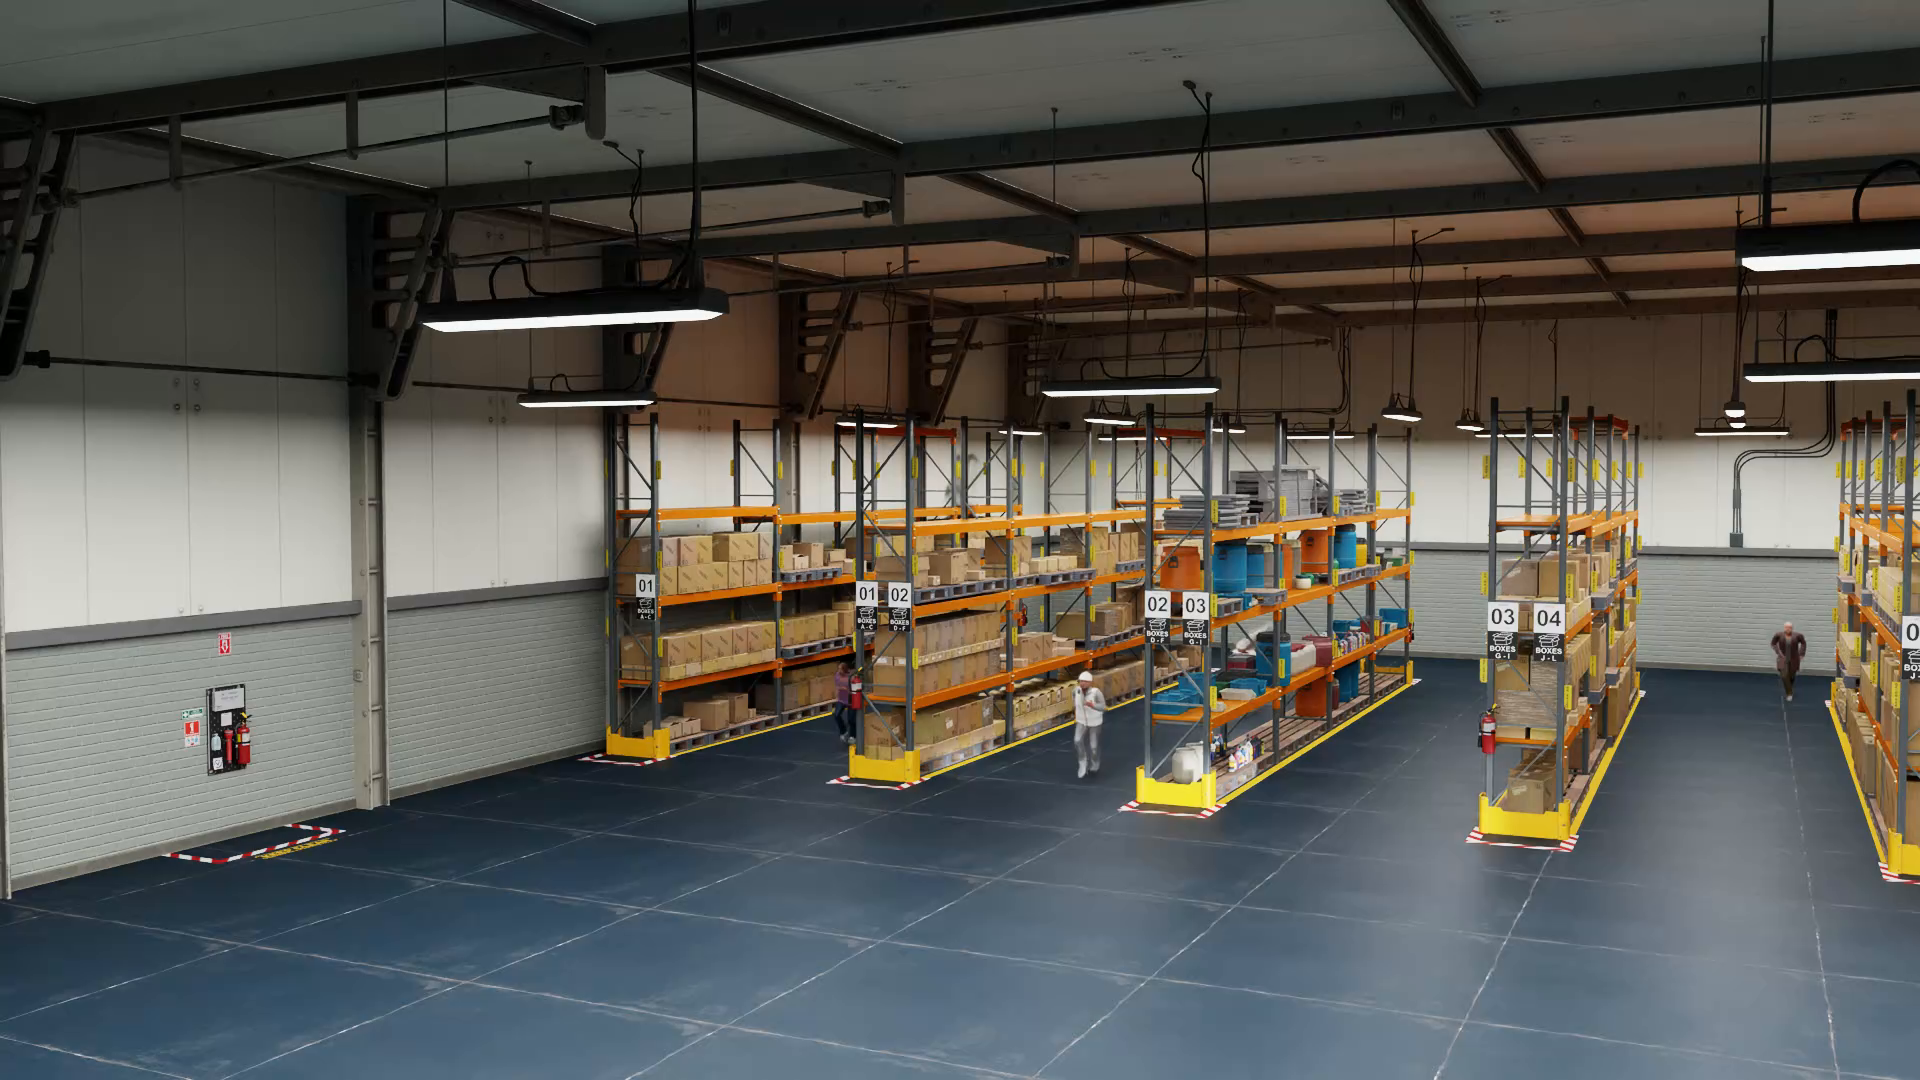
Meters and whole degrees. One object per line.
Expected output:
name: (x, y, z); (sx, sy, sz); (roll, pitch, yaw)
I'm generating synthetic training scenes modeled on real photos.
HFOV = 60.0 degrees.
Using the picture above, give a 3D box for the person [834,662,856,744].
person: (-2.065, 2.965, 30.038); (0.526, 1.494, 0.822); (1, 3, 17)

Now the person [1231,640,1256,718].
person: (5.850, 2.802, 33.751); (0.707, 1.599, 1.071); (1, 3, 31)

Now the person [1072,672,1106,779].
person: (2.098, 2.992, 27.087); (0.647, 1.740, 0.923); (1, 3, 18)

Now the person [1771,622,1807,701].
person: (18.083, 2.644, 36.296); (0.697, 1.737, 0.785); (1, 3, 32)
